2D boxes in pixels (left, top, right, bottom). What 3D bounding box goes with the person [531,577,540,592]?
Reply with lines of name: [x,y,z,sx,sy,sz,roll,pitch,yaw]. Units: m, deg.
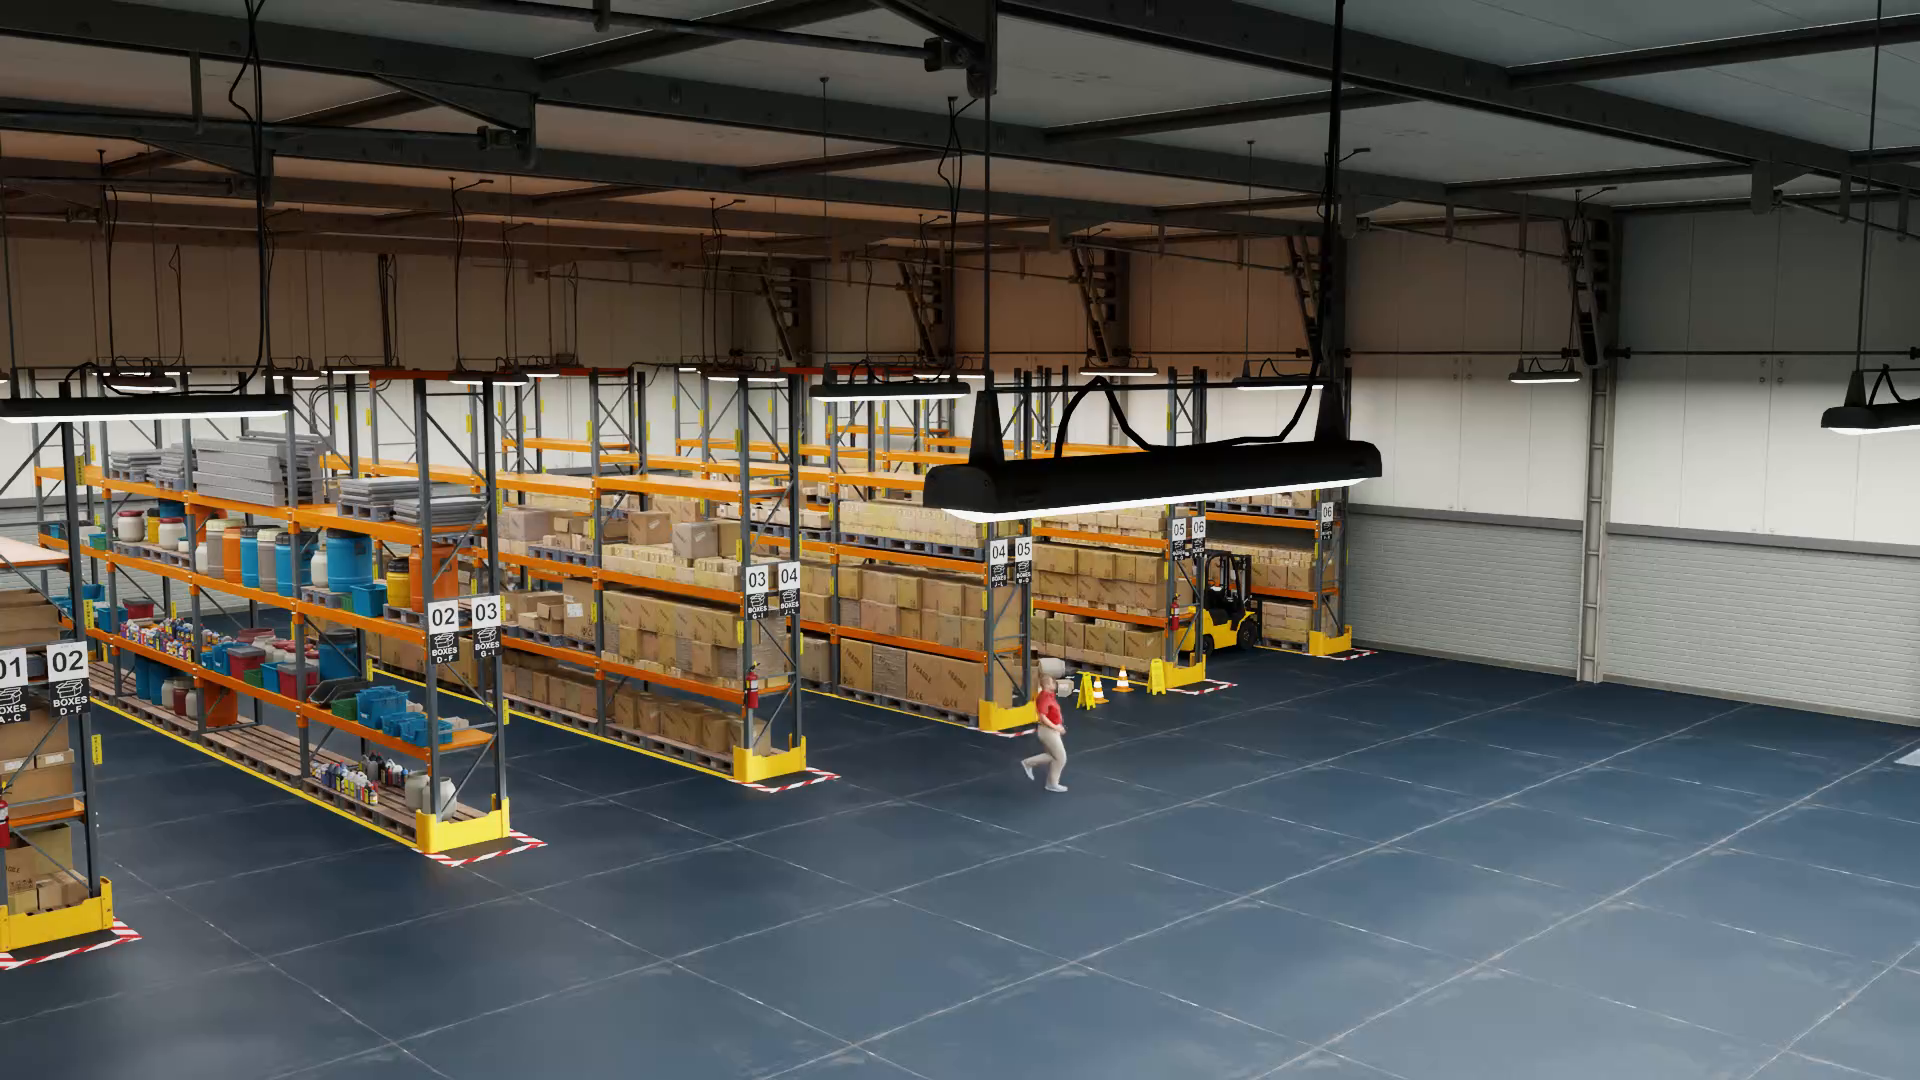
person: [-10.490,0.860,40.778,0.879,1.733,0.768,-2,7,-14]

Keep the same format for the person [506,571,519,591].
person: [-9.577,1.517,35.222,0.764,1.755,0.538,5,8,38]

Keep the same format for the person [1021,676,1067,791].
person: [1.257,2.800,24.025,0.603,1.695,0.663,0,6,-4]

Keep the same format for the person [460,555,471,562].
person: [-11.462,1.163,38.402,0.642,1.659,0.923,-1,7,-9]
